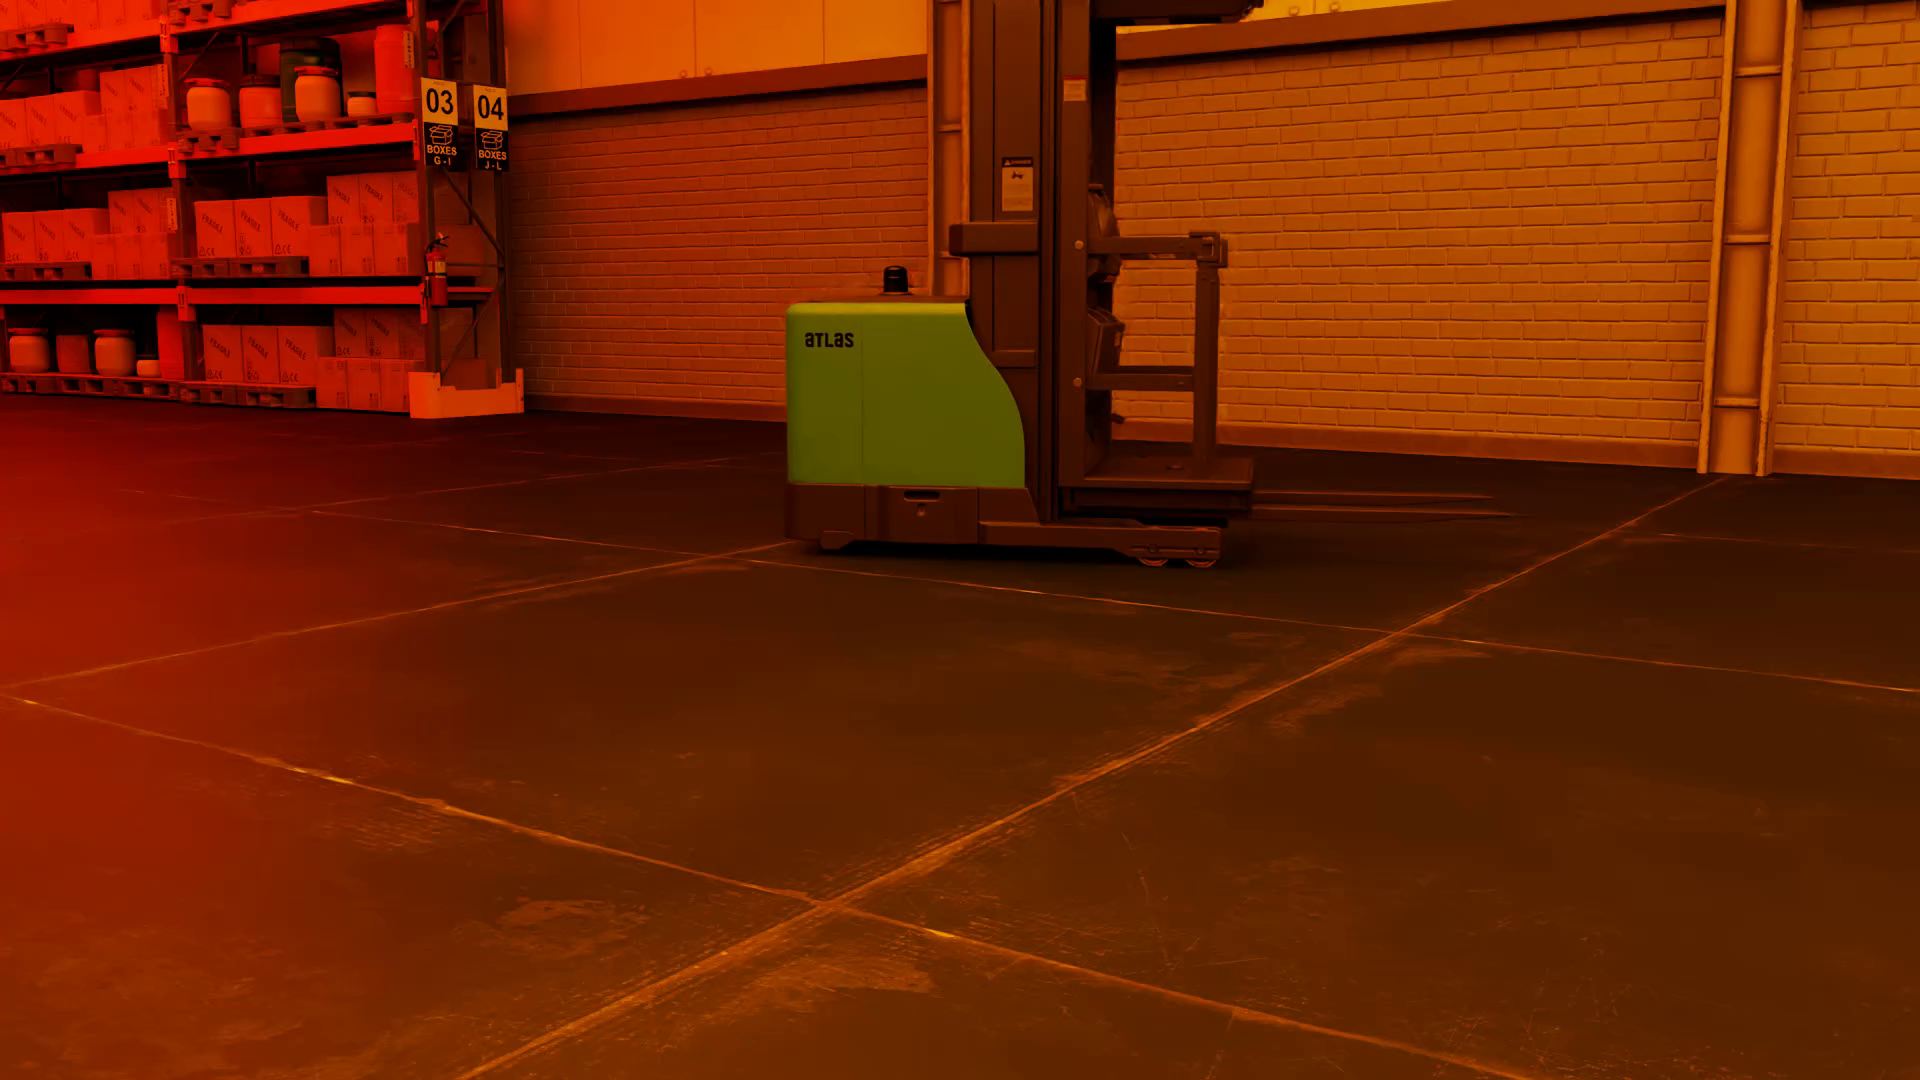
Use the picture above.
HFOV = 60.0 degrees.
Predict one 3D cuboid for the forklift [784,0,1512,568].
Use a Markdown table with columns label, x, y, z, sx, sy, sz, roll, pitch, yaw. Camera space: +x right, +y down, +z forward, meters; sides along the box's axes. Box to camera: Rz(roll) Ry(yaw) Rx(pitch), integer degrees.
| label | x | y | z | sx | sy | sz | roll | pitch | yaw |
| --- | --- | --- | --- | --- | --- | --- | --- | --- | --- |
| forklift | 0.810 | -1.418 | 7.163 | 3.031 | 2.935 | 1.130 | 2 | 8 | 11 |
